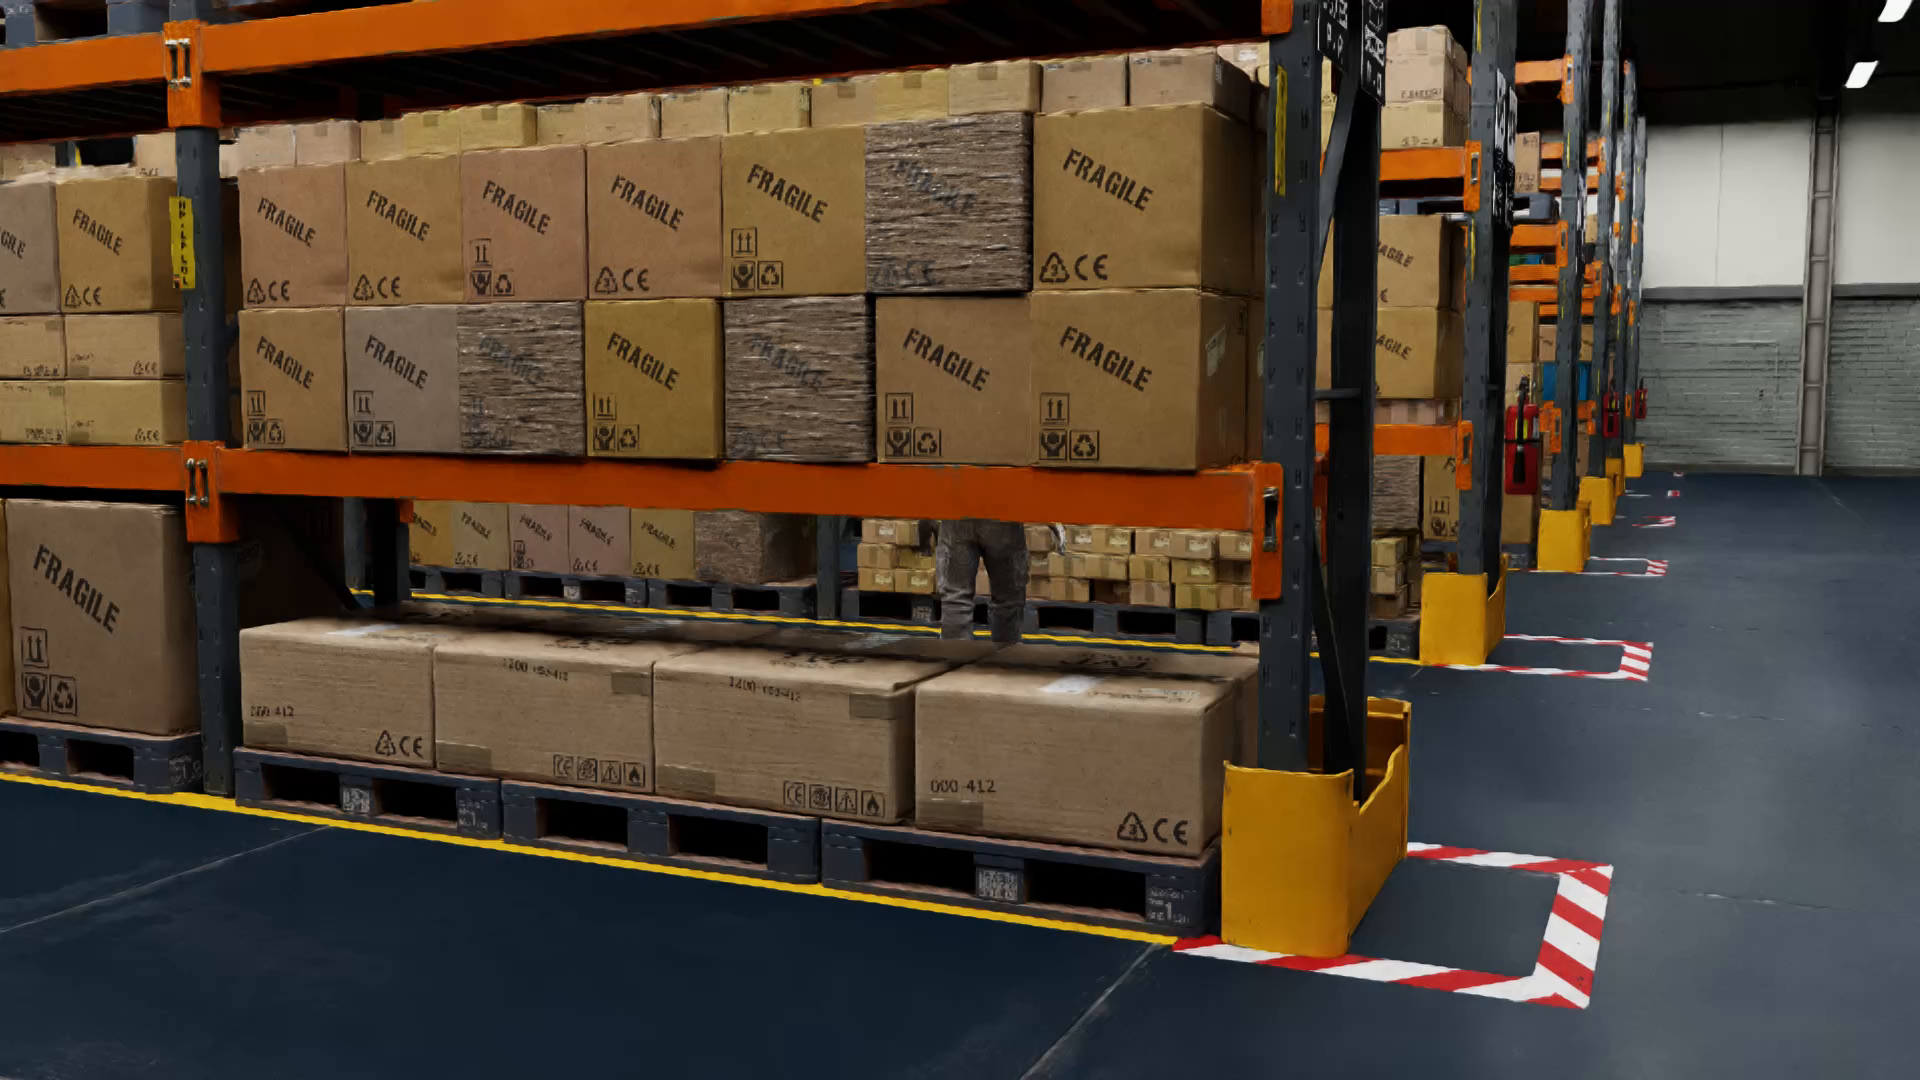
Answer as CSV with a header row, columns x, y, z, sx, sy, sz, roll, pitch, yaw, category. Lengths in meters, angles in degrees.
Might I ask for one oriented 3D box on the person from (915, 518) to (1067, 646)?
x,y,z,sx,sy,sz,roll,pitch,yaw,category
0.147,-0.090,7.708,0.706,1.786,0.639,1,6,8,person
